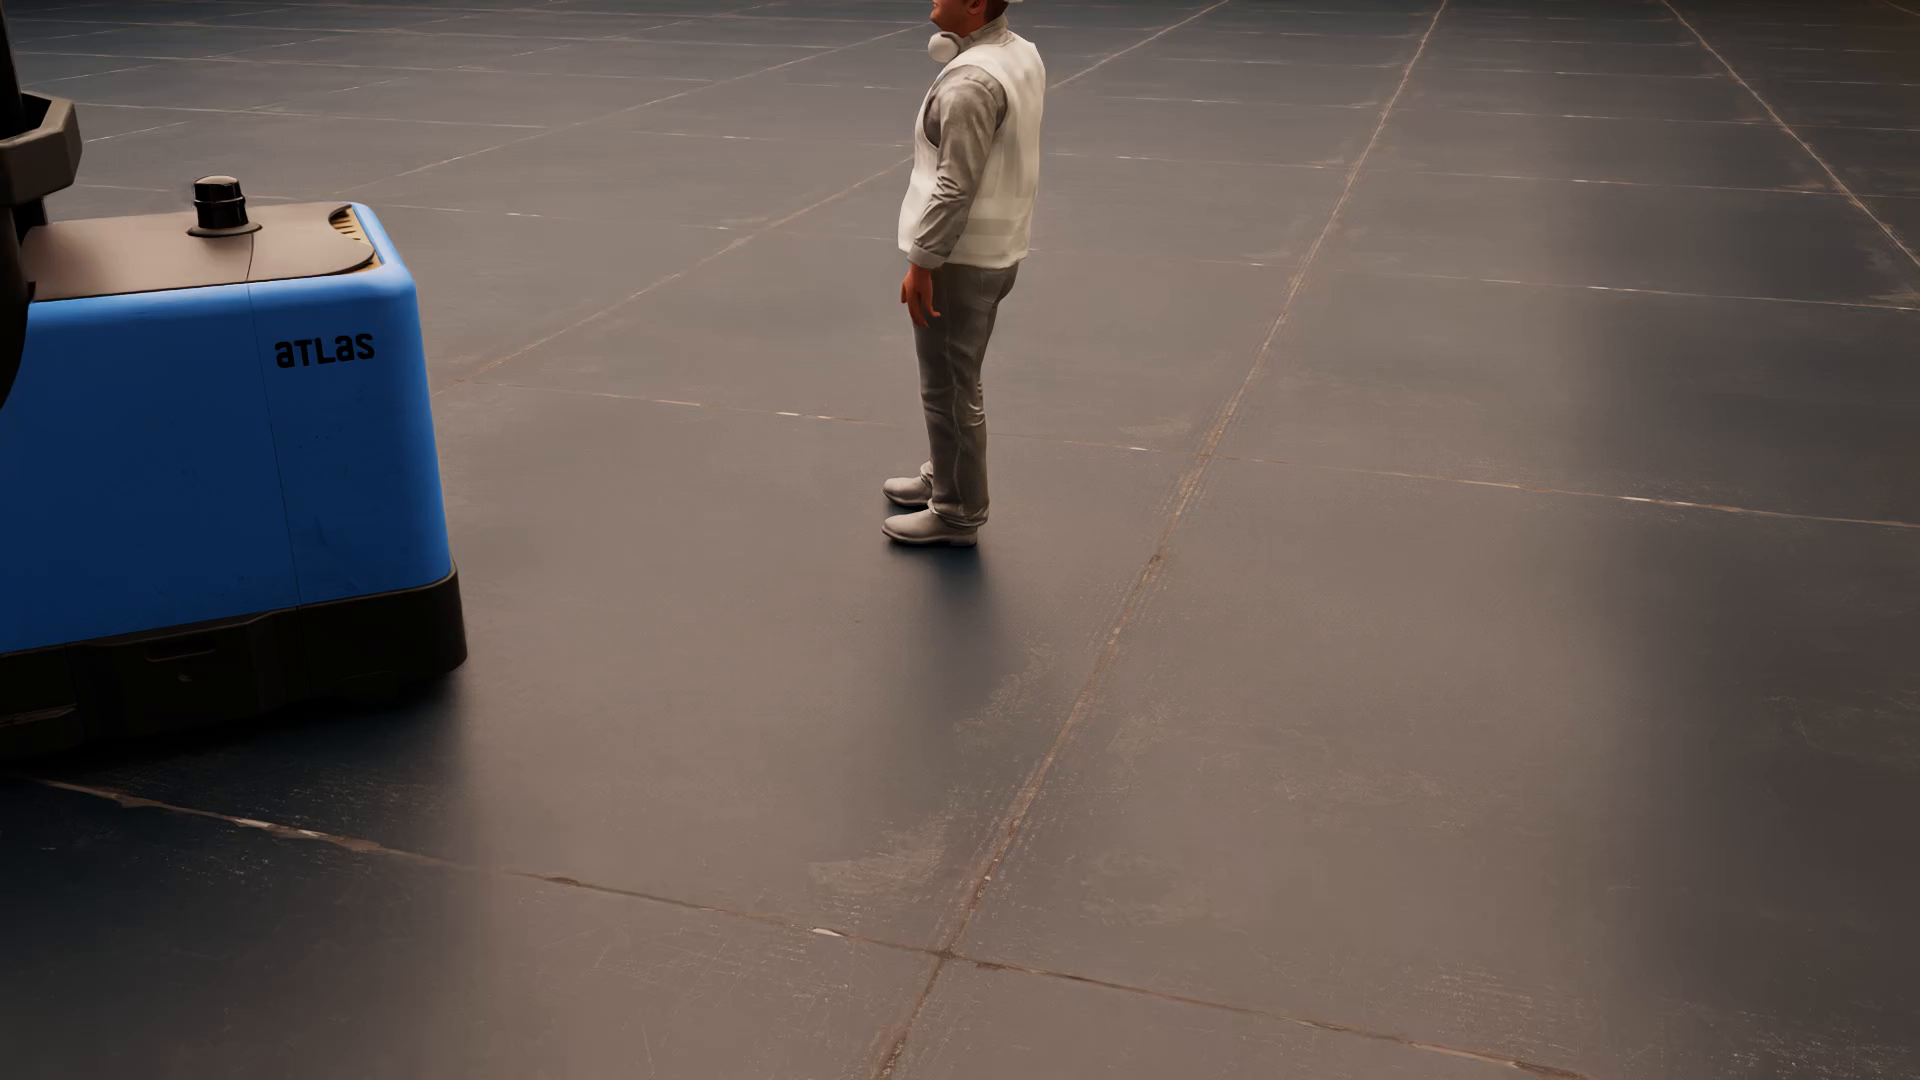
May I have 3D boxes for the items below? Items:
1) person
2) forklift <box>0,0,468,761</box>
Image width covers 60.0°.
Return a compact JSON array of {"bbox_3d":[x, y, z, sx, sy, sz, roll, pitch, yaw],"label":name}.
[{"bbox_3d":[-0.058,-0.836,4.803,0.566,1.775,0.633,7,23,16],"label":"person"},{"bbox_3d":[-2.810,-0.913,3.492,3.031,2.935,1.130,-10,24,-22],"label":"forklift"}]
